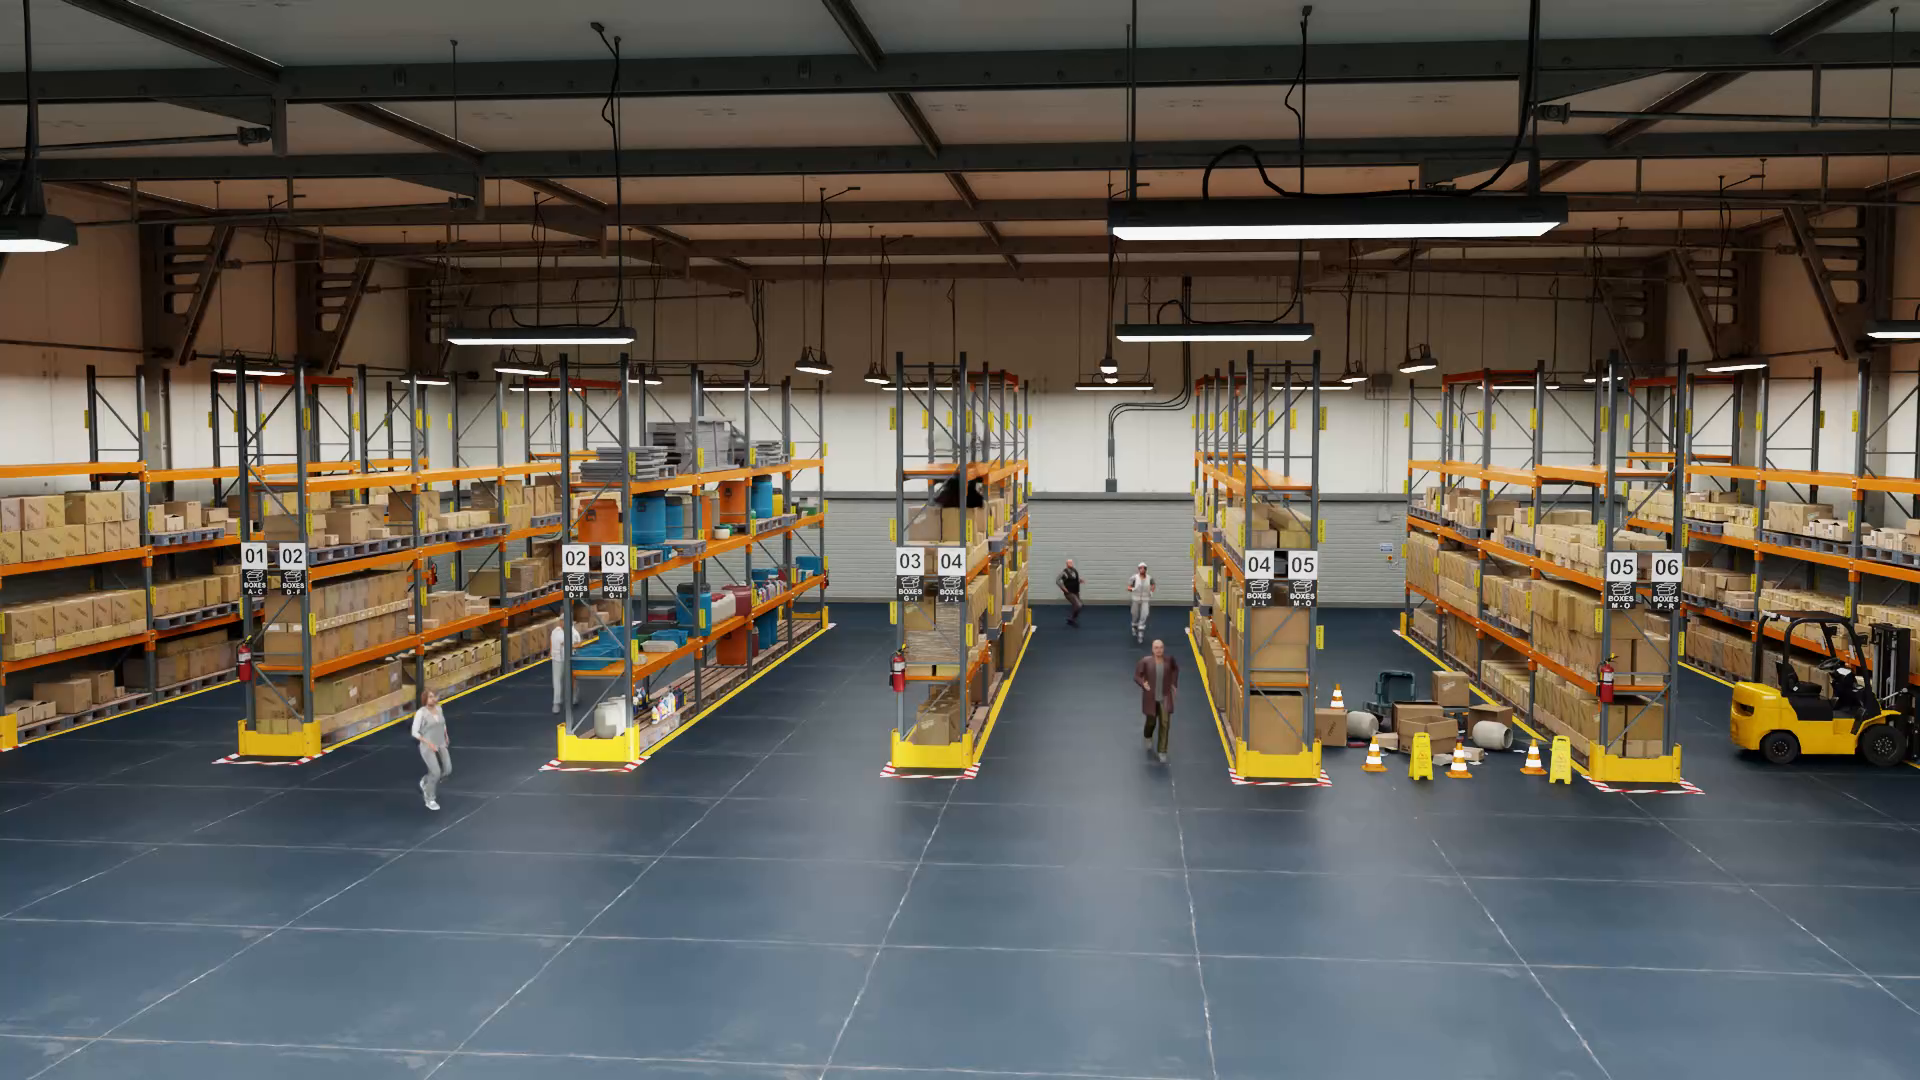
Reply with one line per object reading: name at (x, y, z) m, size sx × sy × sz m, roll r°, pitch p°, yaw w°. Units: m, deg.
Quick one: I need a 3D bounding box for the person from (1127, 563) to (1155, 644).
person at (4.118, 1.414, 37.819) m, size 0.658 × 1.814 × 0.943 m, roll 0°, pitch 4°, yaw 3°

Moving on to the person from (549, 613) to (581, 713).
person at (-6.872, 2.100, 28.896) m, size 0.603 × 1.662 × 0.939 m, roll 0°, pitch 4°, yaw 0°

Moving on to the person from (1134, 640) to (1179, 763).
person at (2.927, 2.450, 24.768) m, size 0.690 × 1.573 × 1.042 m, roll 0°, pitch 4°, yaw 0°

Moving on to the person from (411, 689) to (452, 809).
person at (-6.839, 2.701, 21.542) m, size 0.490 × 1.564 × 0.545 m, roll 3°, pitch 5°, yaw 35°

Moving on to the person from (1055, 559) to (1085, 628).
person at (2.713, 1.308, 40.331) m, size 0.660 × 1.702 × 0.664 m, roll 4°, pitch 5°, yaw 41°
